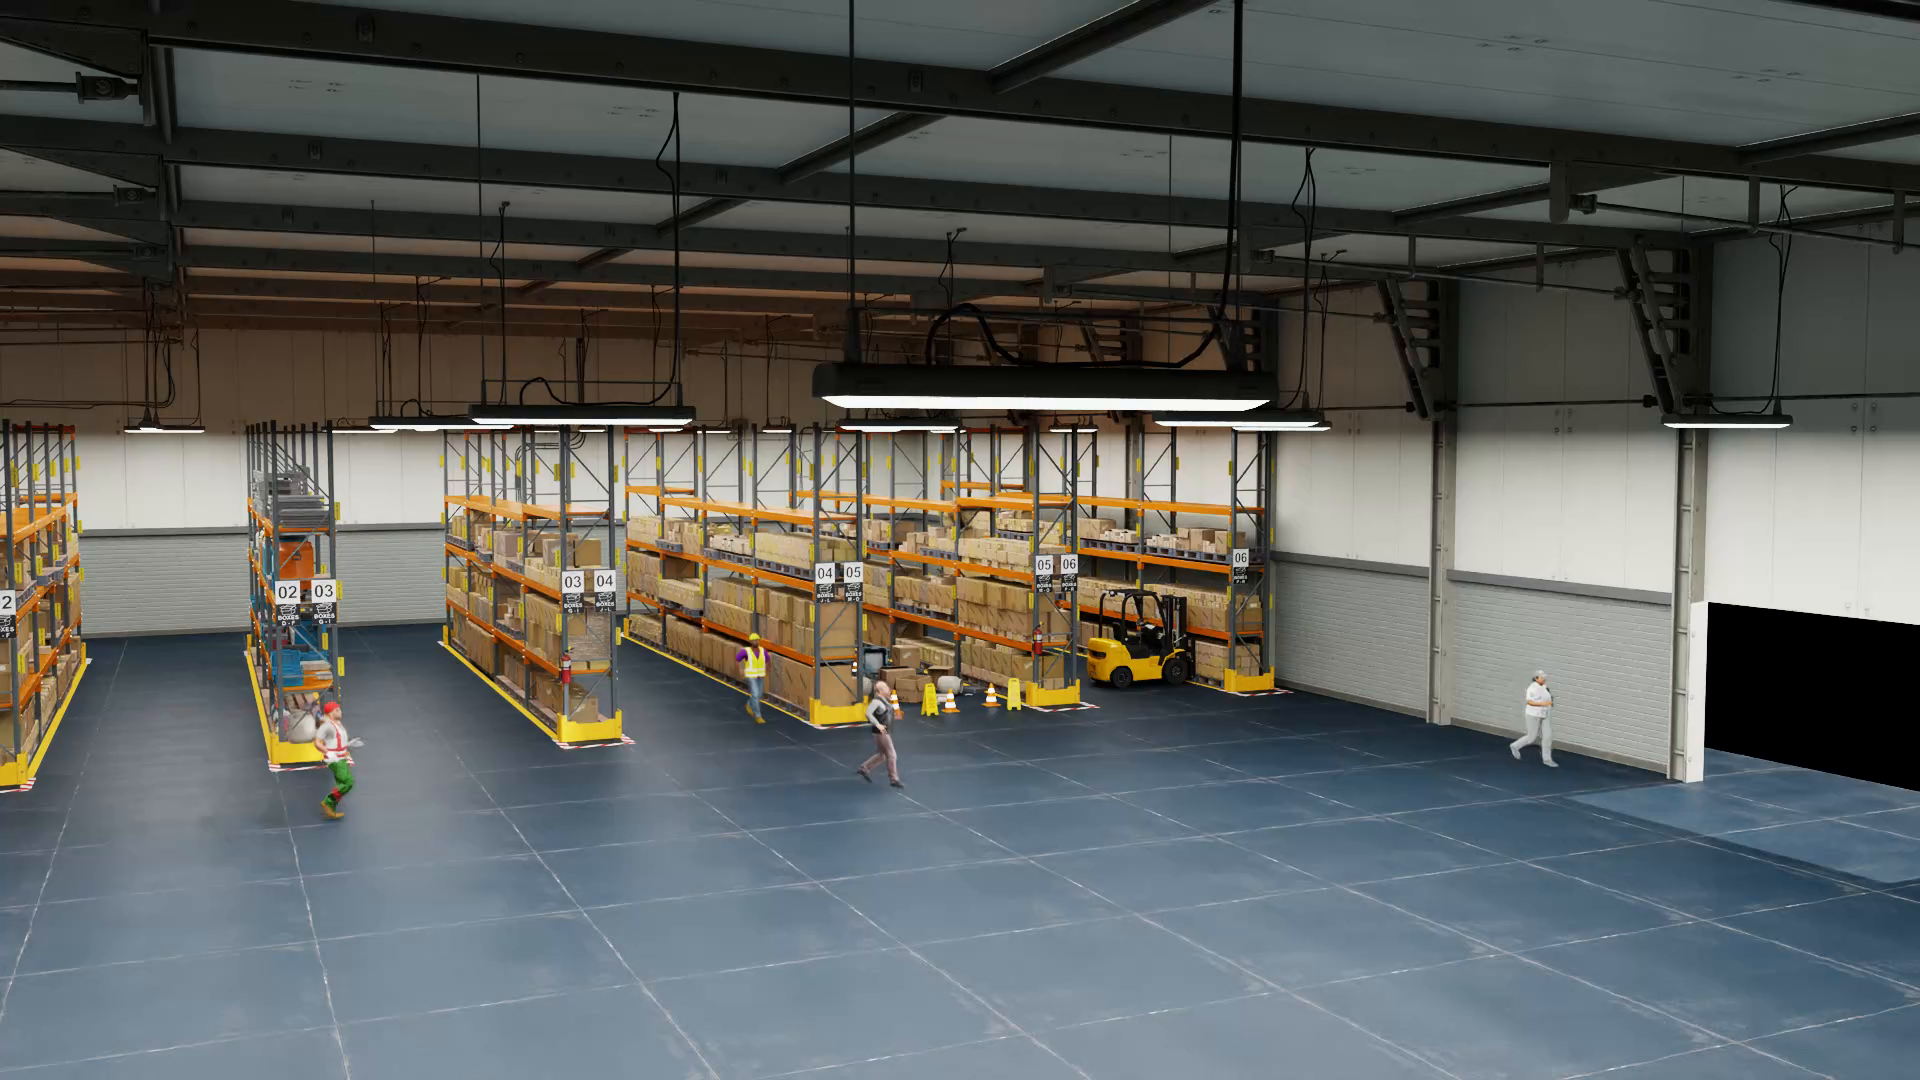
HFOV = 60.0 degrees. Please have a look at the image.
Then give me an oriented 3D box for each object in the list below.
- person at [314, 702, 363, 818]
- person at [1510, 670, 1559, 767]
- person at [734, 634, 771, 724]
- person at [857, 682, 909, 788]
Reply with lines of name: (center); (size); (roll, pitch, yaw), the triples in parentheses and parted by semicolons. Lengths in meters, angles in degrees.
person: (-9.253, 3.282, 24.832); (0.584, 1.742, 0.643); (0, 4, -5)
person: (10.010, 3.078, 28.904); (0.628, 1.643, 0.874); (-3, 5, -39)
person: (-4.120, 2.744, 33.320); (0.724, 1.752, 0.959); (-2, 4, -34)
person: (-1.261, 3.155, 27.010); (0.873, 1.721, 0.663); (0, 4, 8)
